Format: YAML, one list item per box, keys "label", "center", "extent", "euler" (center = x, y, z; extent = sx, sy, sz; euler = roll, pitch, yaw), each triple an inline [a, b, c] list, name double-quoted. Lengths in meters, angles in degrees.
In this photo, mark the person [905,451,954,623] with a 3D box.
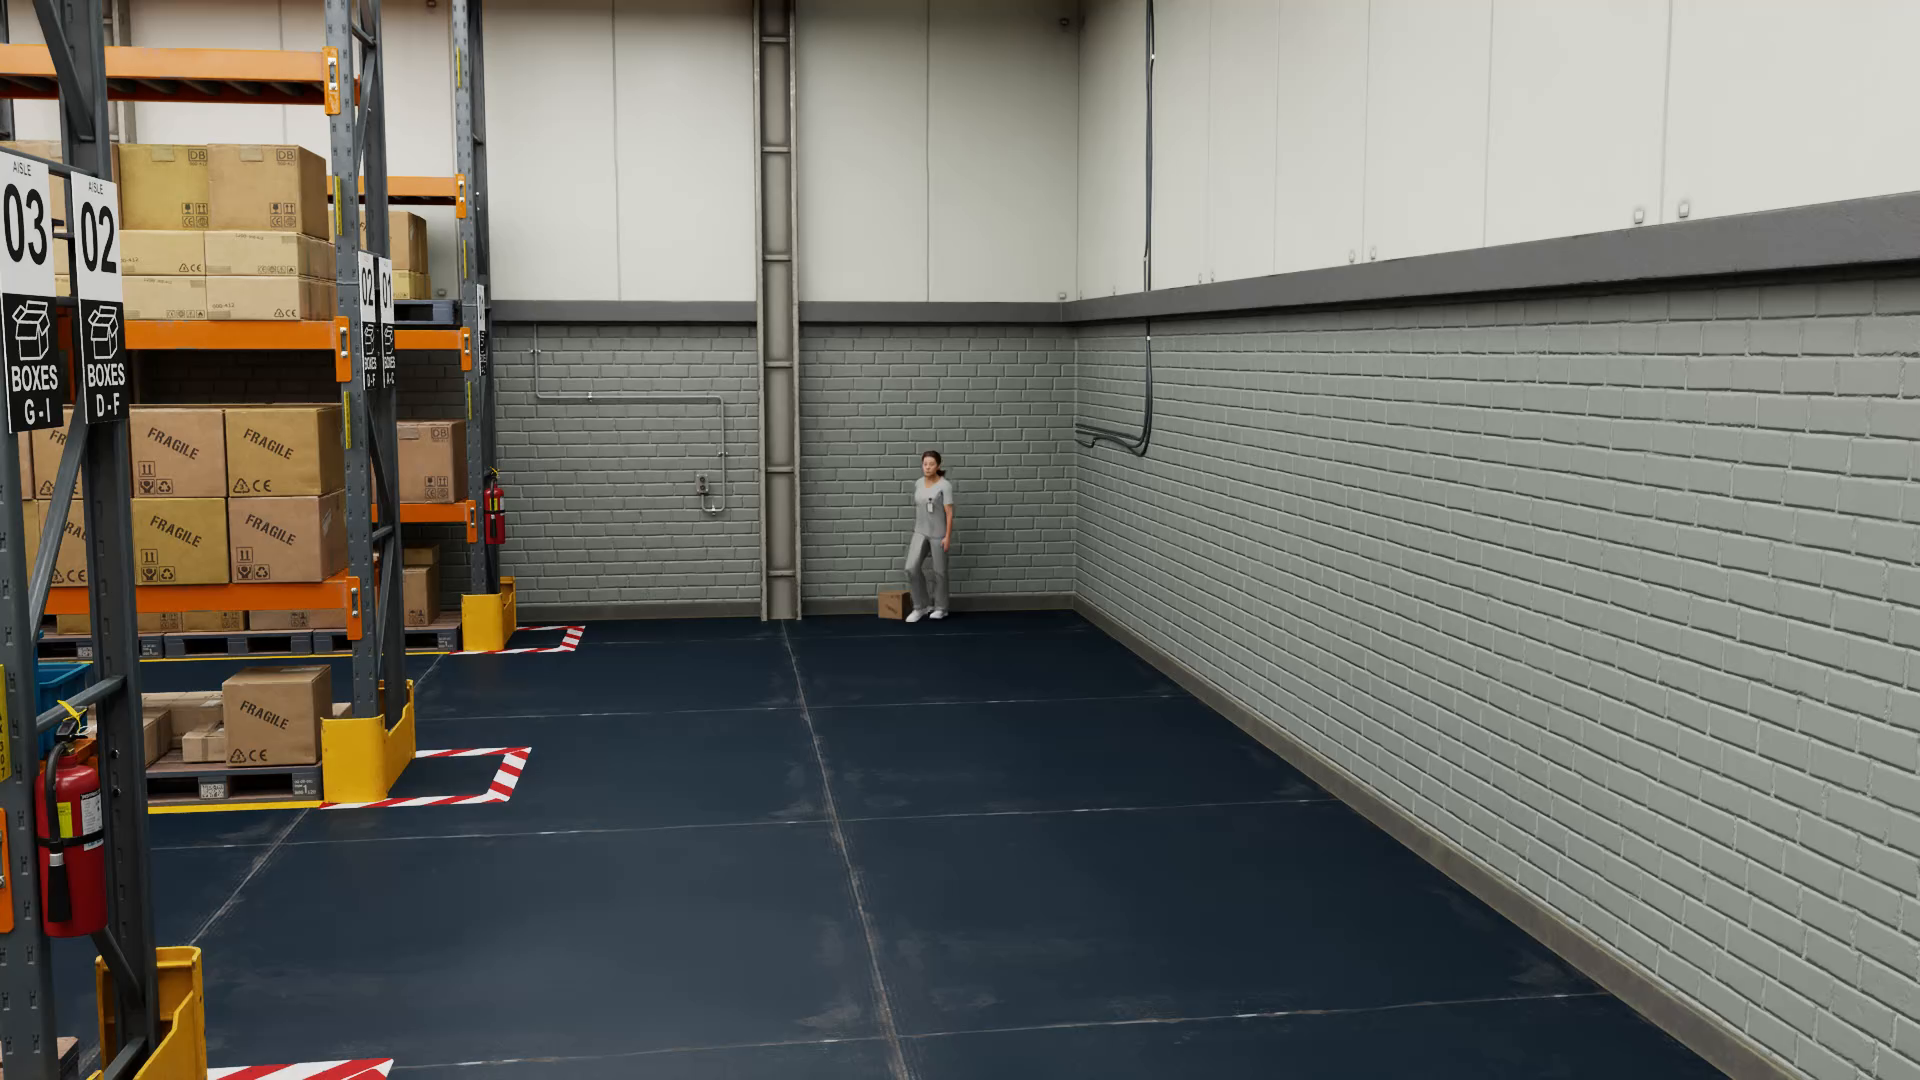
- label: "person"
  center: [-0.246, -0.034, 16.055]
  extent: [0.472, 1.669, 0.532]
  euler: [3, 7, 26]
